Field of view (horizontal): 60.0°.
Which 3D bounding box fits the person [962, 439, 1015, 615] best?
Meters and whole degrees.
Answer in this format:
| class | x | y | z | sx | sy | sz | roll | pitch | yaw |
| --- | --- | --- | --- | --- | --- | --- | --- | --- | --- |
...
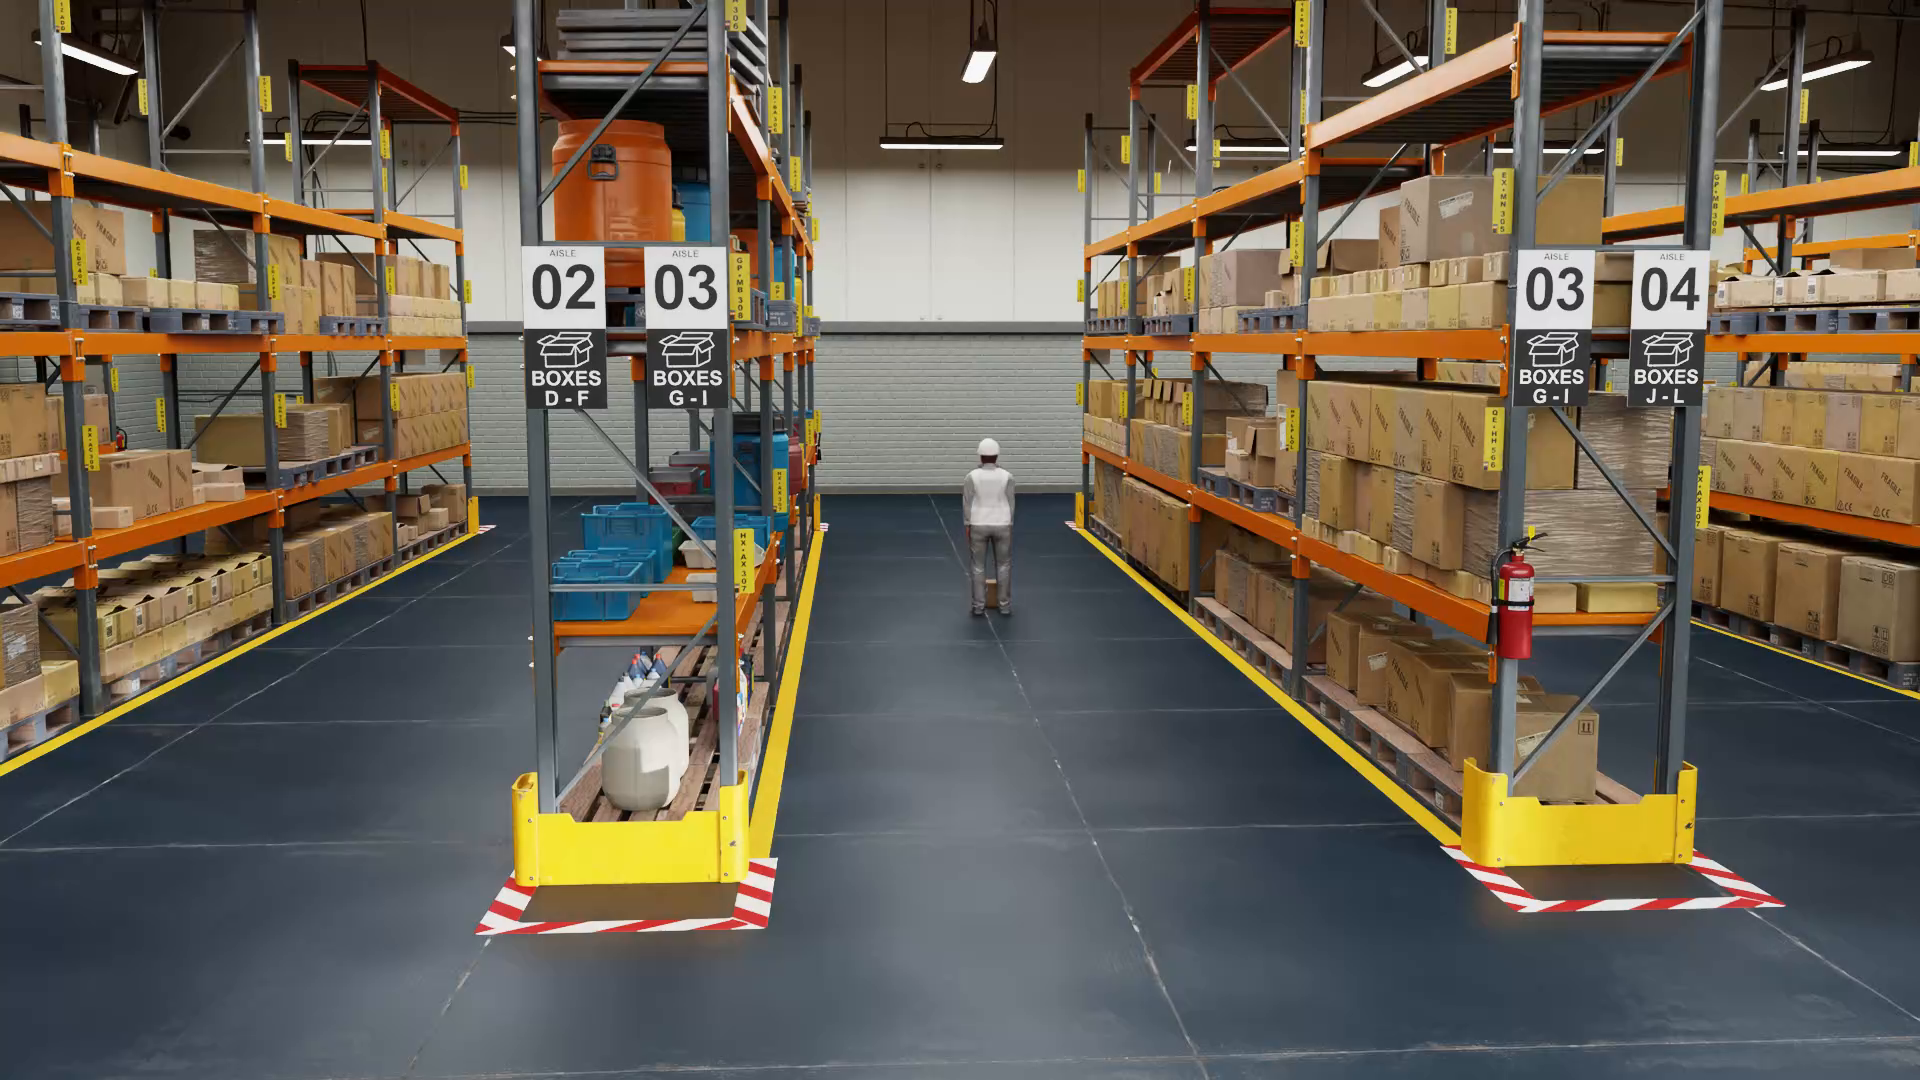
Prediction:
| class | x | y | z | sx | sy | sz | roll | pitch | yaw |
| --- | --- | --- | --- | --- | --- | --- | --- | --- | --- |
| person | 0.287 | -0.137 | 16.815 | 0.532 | 1.764 | 0.360 | 0 | 7 | -3 |
